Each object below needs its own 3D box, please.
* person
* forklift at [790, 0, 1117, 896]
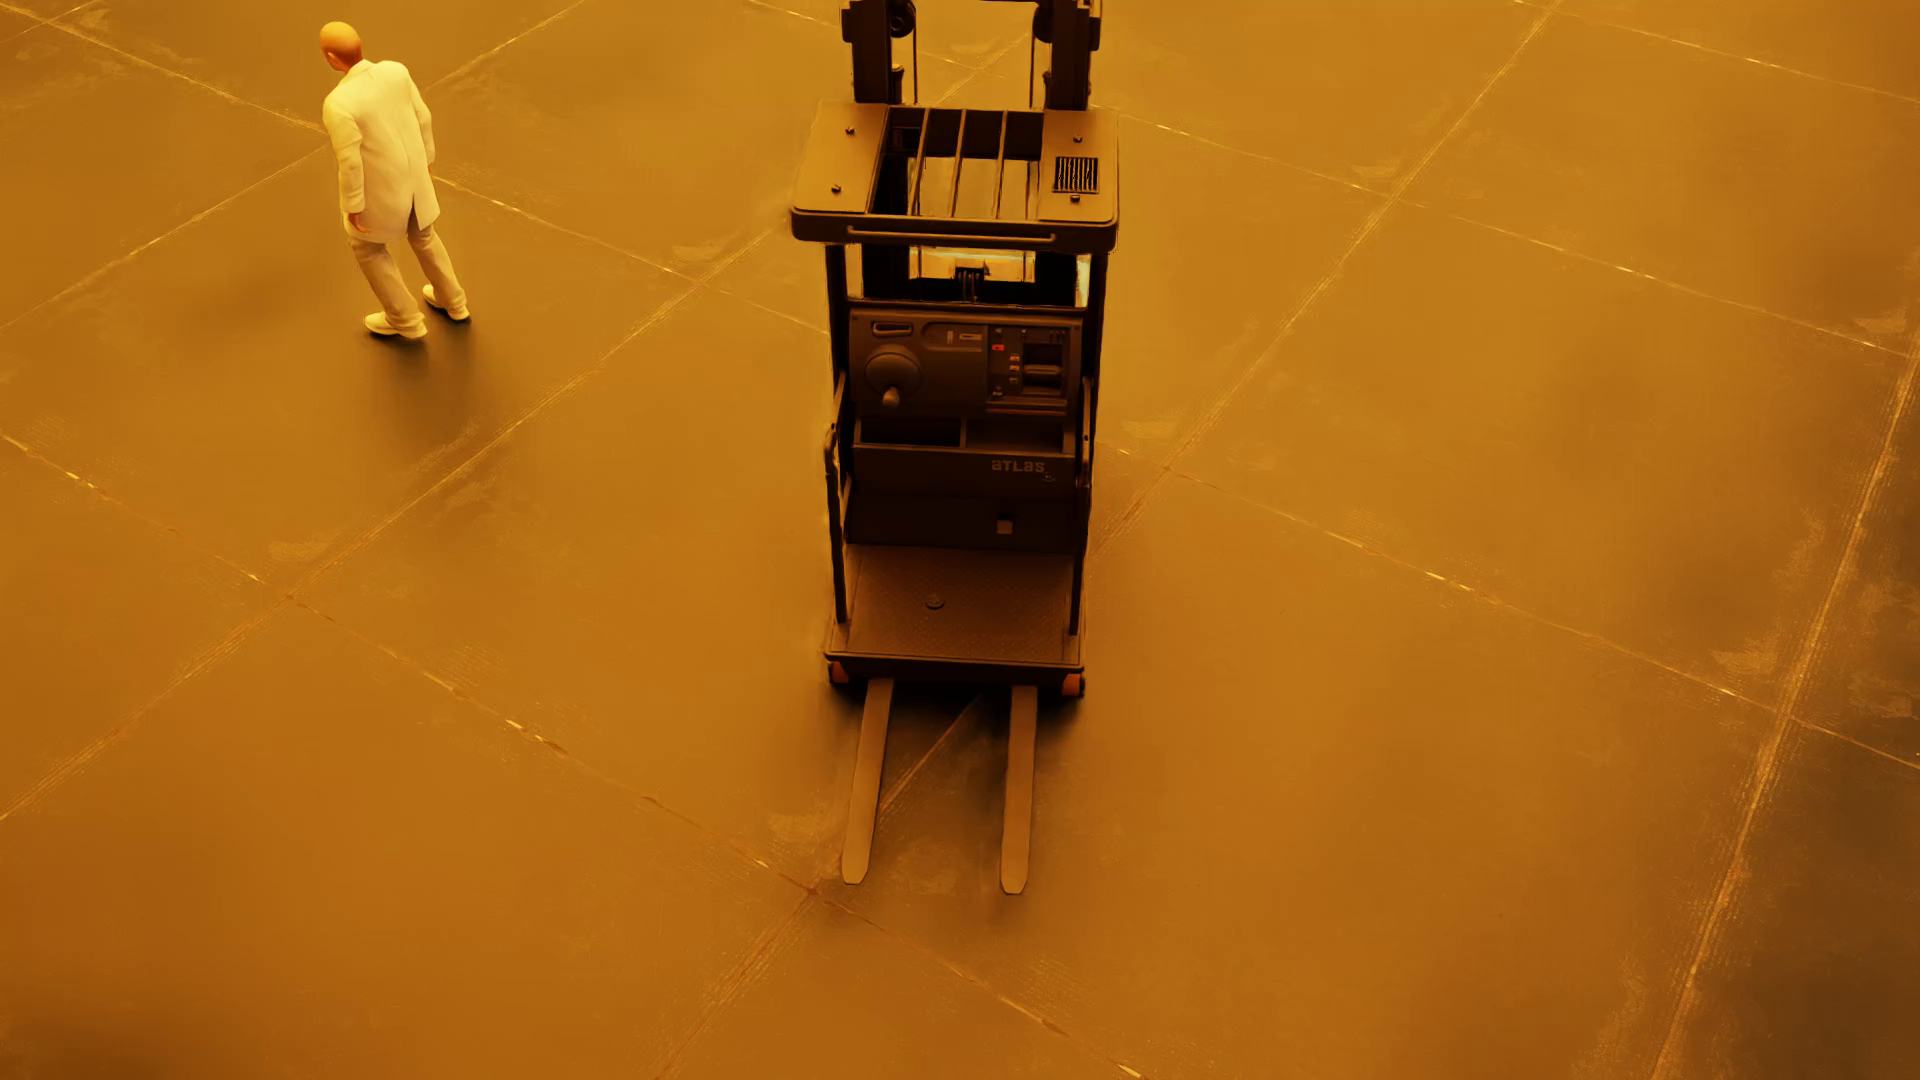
[{"bbox_3d":[-2.985,-1.855,8.649,0.450,1.771,0.648,23,48,22],"label":"person"},{"bbox_3d":[0.006,-0.624,6.507,1.130,2.935,3.031,3,44,3],"label":"forklift"}]
